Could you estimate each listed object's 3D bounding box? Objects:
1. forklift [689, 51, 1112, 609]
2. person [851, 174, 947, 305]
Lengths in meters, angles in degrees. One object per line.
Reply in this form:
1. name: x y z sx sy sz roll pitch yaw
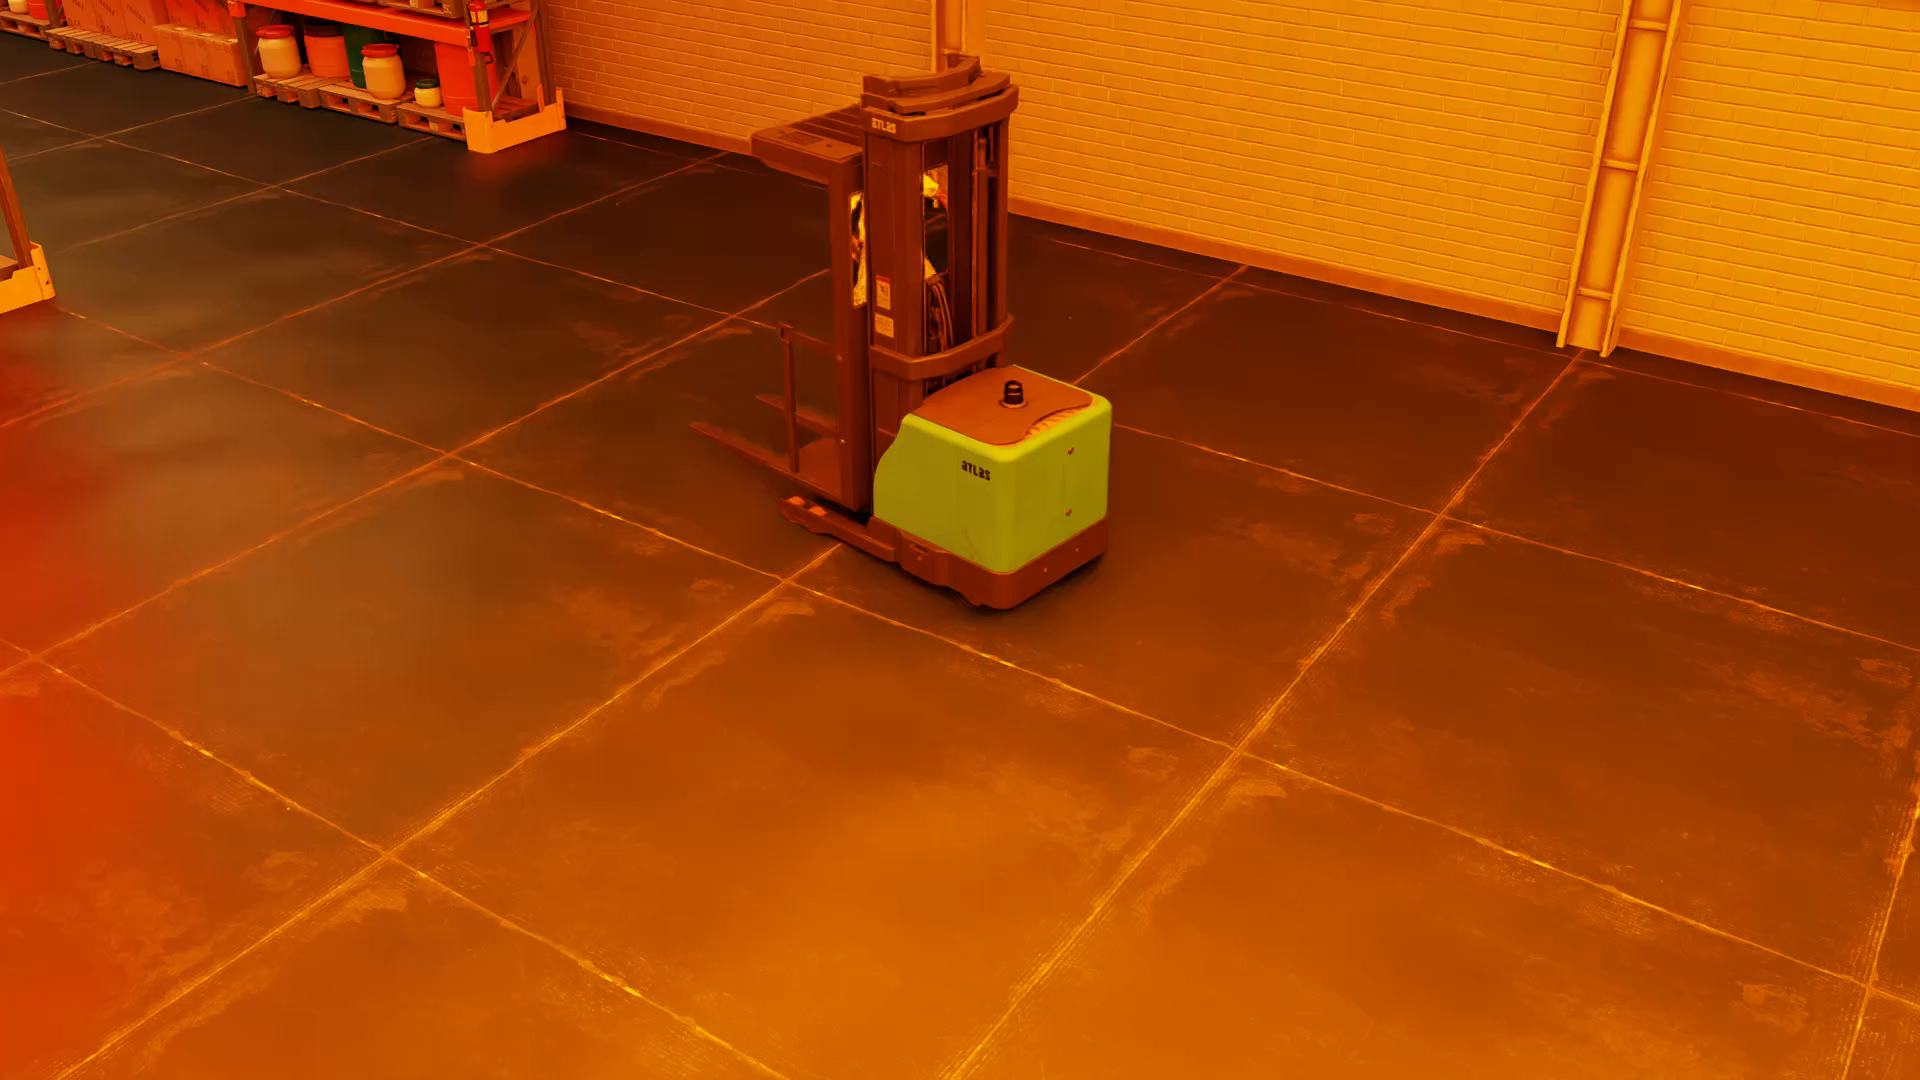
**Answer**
1. forklift: -0.520 -1.485 10.139 3.031 2.935 1.130 24 38 35
2. person: -0.482 -2.386 13.069 1.028 1.614 0.929 -10 32 -17
